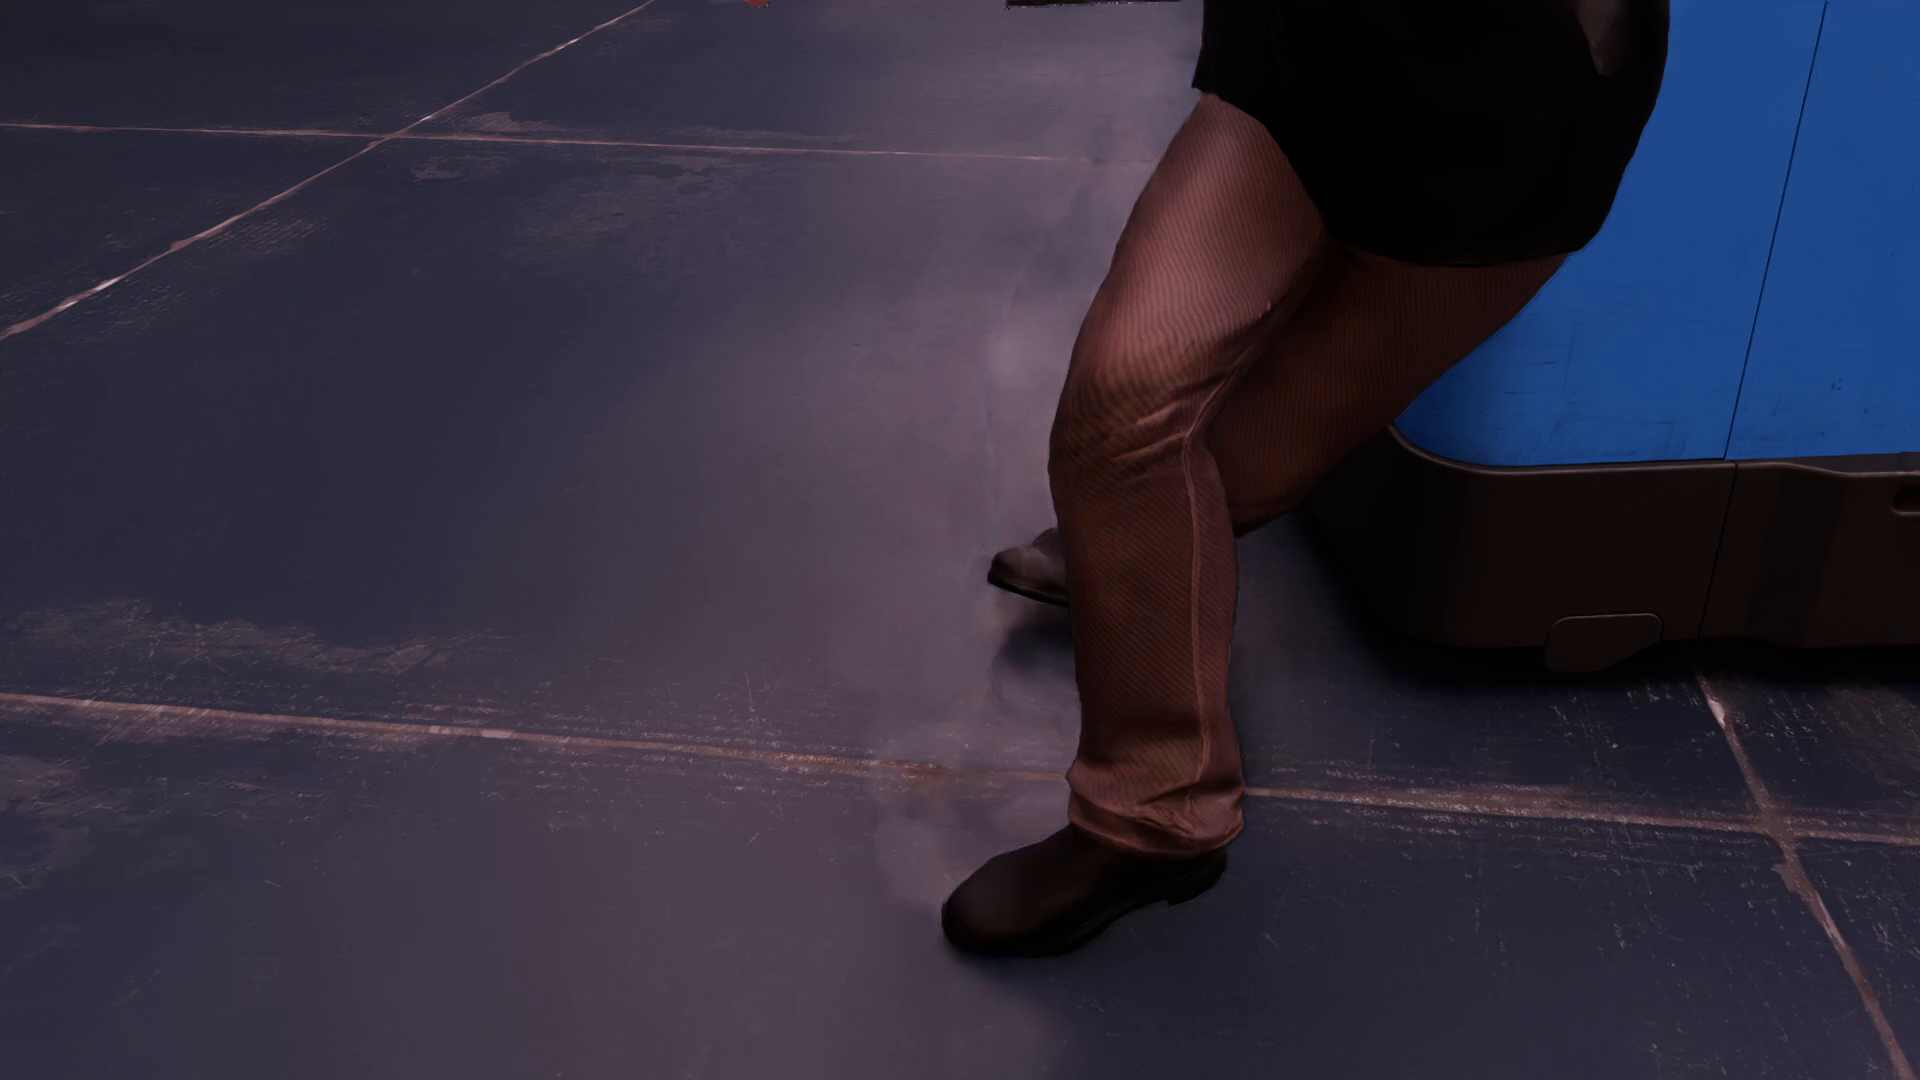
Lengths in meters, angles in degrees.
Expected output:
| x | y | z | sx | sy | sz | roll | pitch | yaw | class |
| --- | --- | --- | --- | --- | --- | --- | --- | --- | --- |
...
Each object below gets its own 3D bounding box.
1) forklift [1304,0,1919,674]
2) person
| x | y | z | sx | sy | sz | roll | pitch | yaw | class |
| --- | --- | --- | --- | --- | --- | --- | --- | --- | --- |
| 2.011 | -1.401 | 2.024 | 3.031 | 2.935 | 1.130 | -2 | 27 | -5 | forklift |
| 0.125 | -0.364 | 1.573 | 1.003 | 1.498 | 0.943 | -22 | 34 | -37 | person |
